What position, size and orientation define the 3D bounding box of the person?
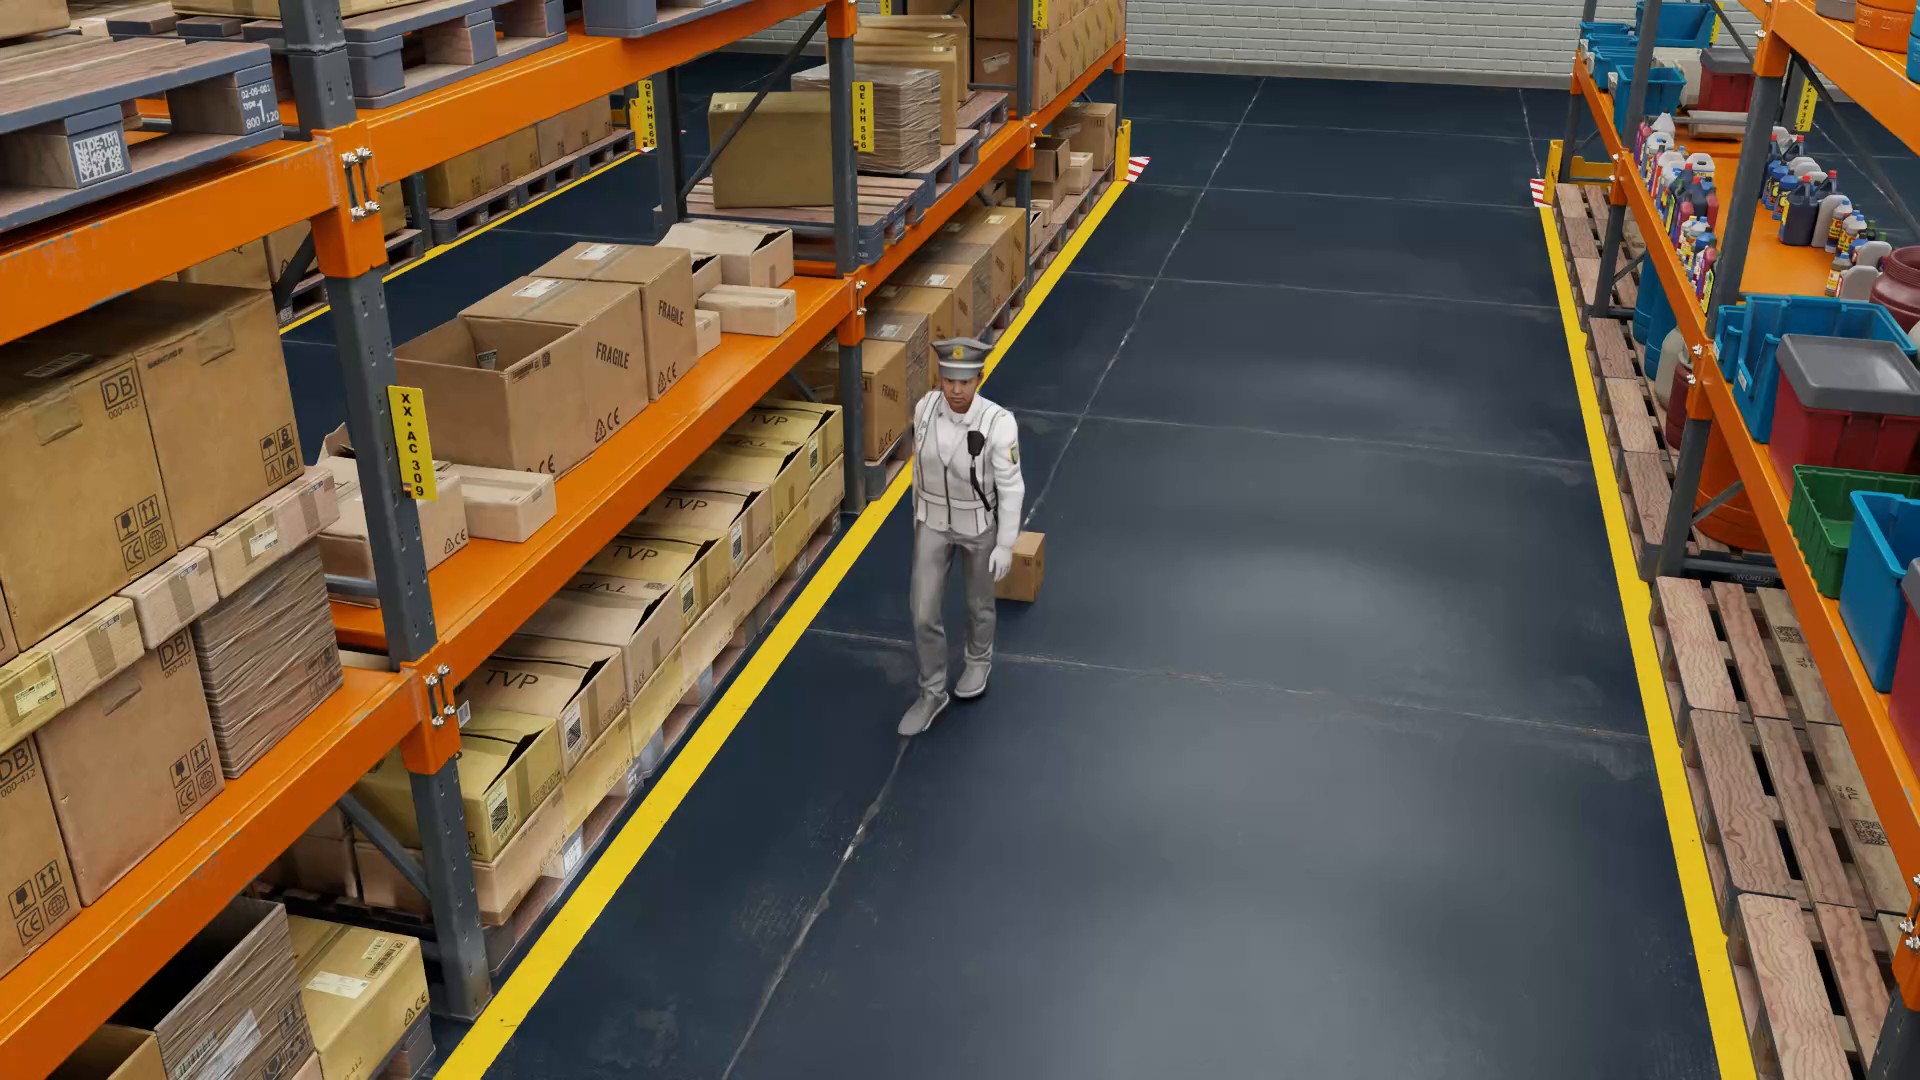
[{"bbox_3d":[0.024,-0.036,6.695,0.508,1.715,0.577,7,26,15],"label":"person"}]
